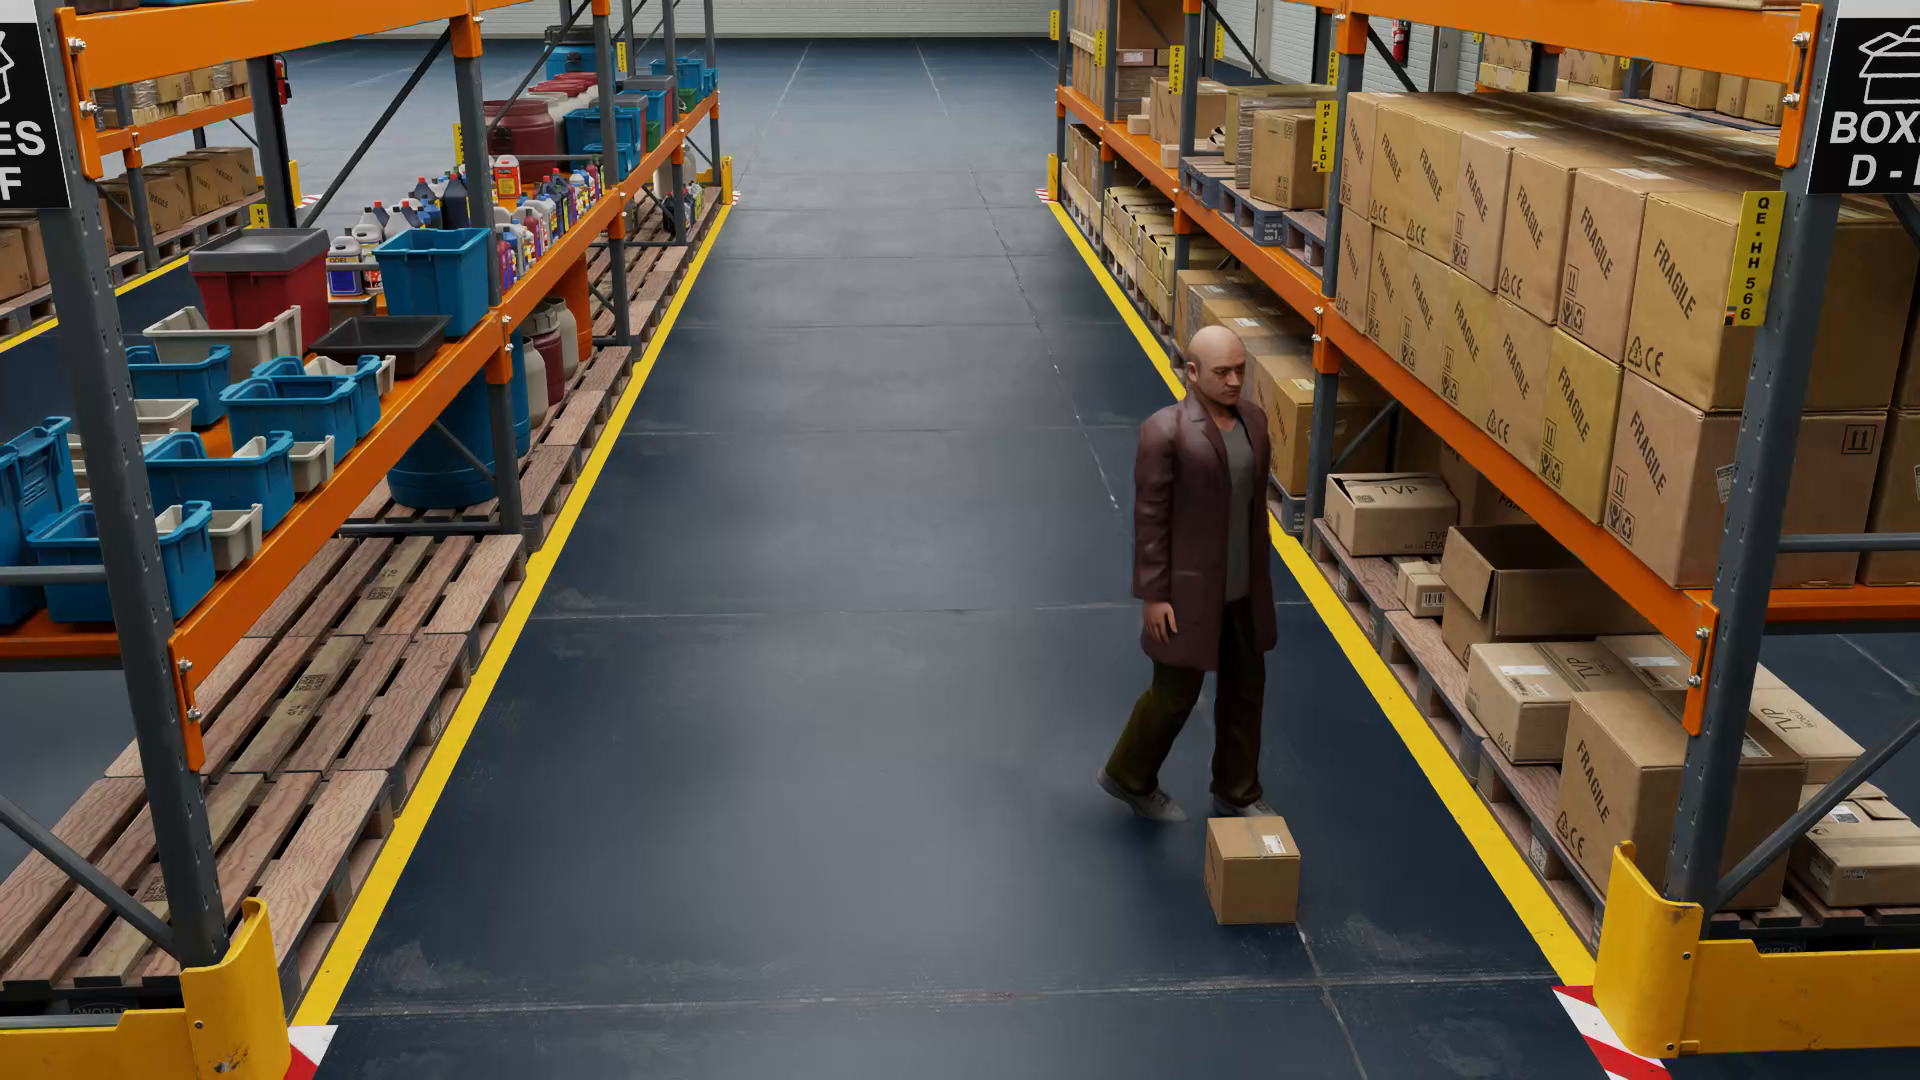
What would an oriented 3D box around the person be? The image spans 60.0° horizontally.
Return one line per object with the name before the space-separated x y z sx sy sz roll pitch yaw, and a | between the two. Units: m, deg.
person | 0.848 0.178 5.642 0.612 1.821 0.633 -12 23 -29
